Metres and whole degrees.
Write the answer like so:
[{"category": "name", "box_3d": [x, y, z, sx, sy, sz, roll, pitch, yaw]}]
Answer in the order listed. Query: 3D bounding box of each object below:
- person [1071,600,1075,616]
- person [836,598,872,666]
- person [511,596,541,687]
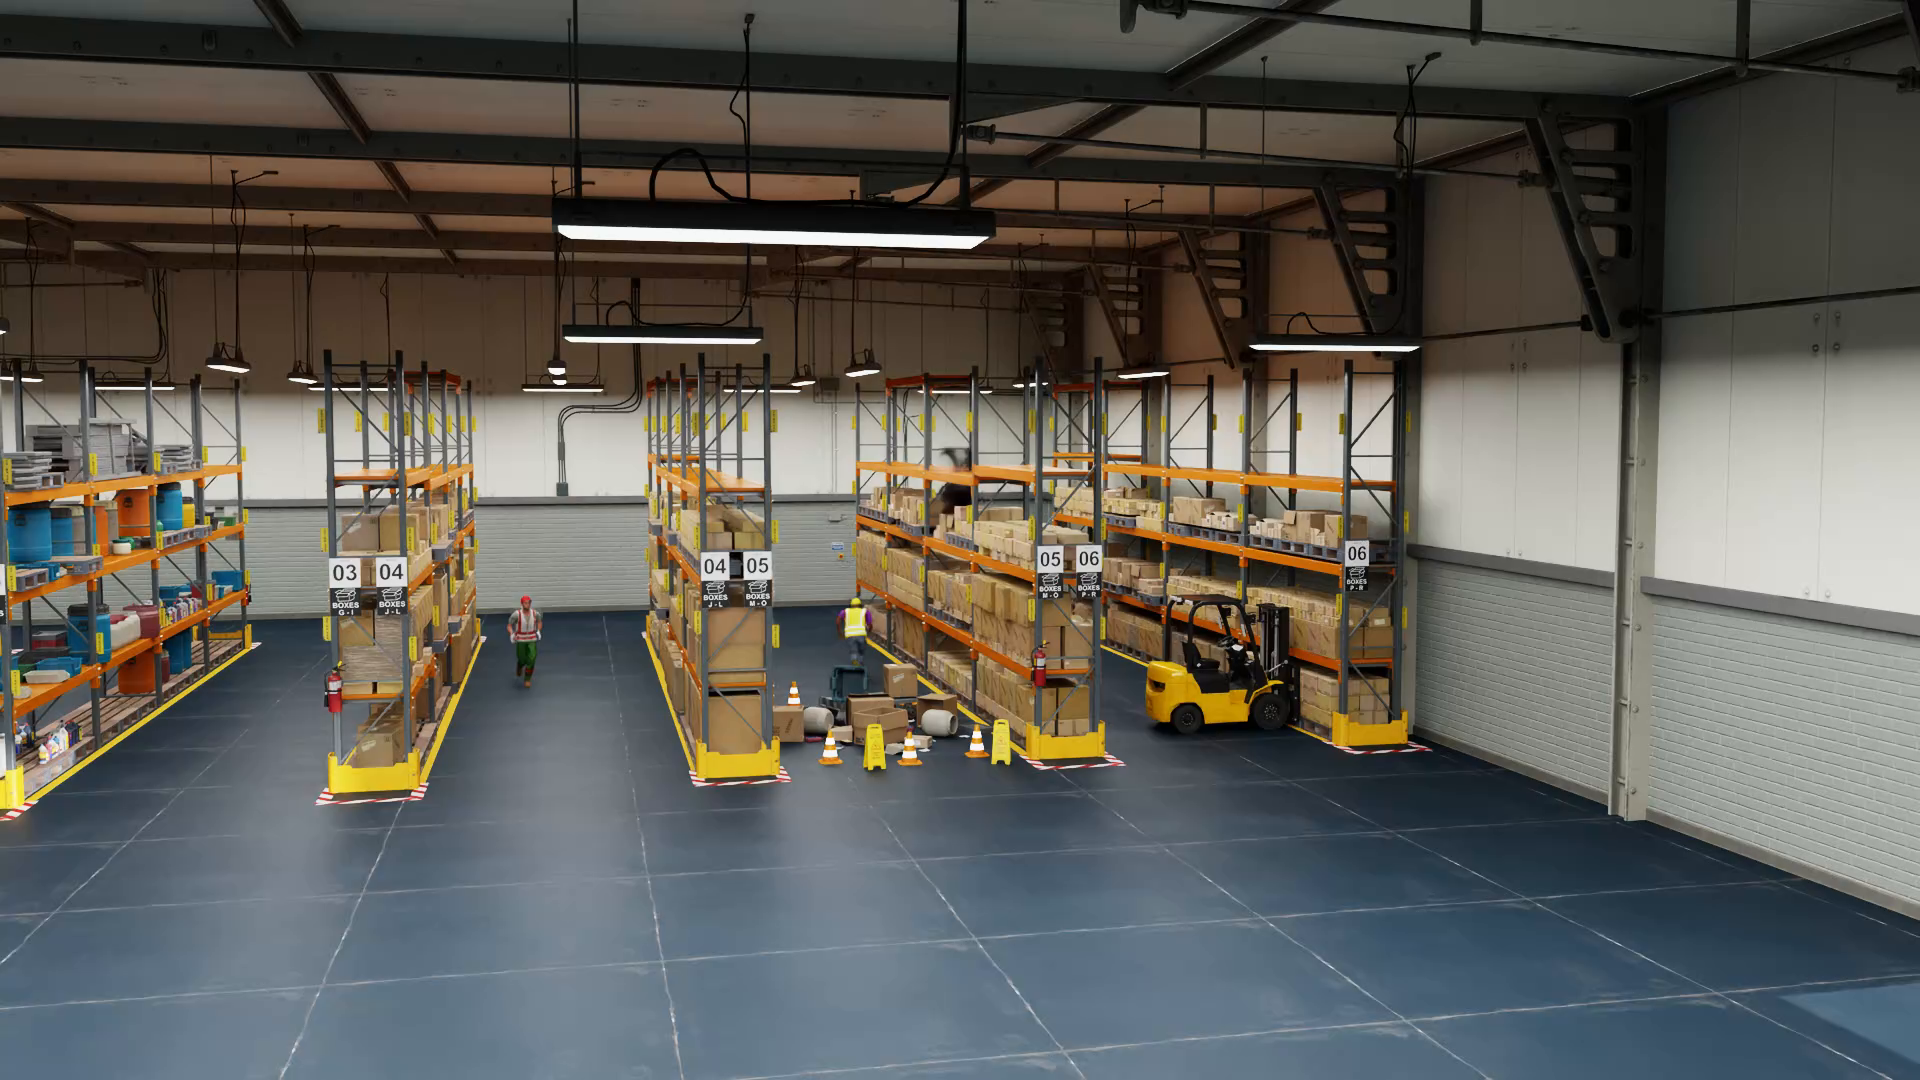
[{"category": "person", "box_3d": [2.094, 1.932, 31.683, 0.581, 1.575, 0.732, -1, 4, -16]}, {"category": "person", "box_3d": [-2.091, 1.945, 32.844, 0.724, 1.563, 0.945, 0, 4, -3]}, {"category": "person", "box_3d": [-8.376, 1.928, 31.938, 0.581, 1.735, 0.669, -2, 4, -26]}]
